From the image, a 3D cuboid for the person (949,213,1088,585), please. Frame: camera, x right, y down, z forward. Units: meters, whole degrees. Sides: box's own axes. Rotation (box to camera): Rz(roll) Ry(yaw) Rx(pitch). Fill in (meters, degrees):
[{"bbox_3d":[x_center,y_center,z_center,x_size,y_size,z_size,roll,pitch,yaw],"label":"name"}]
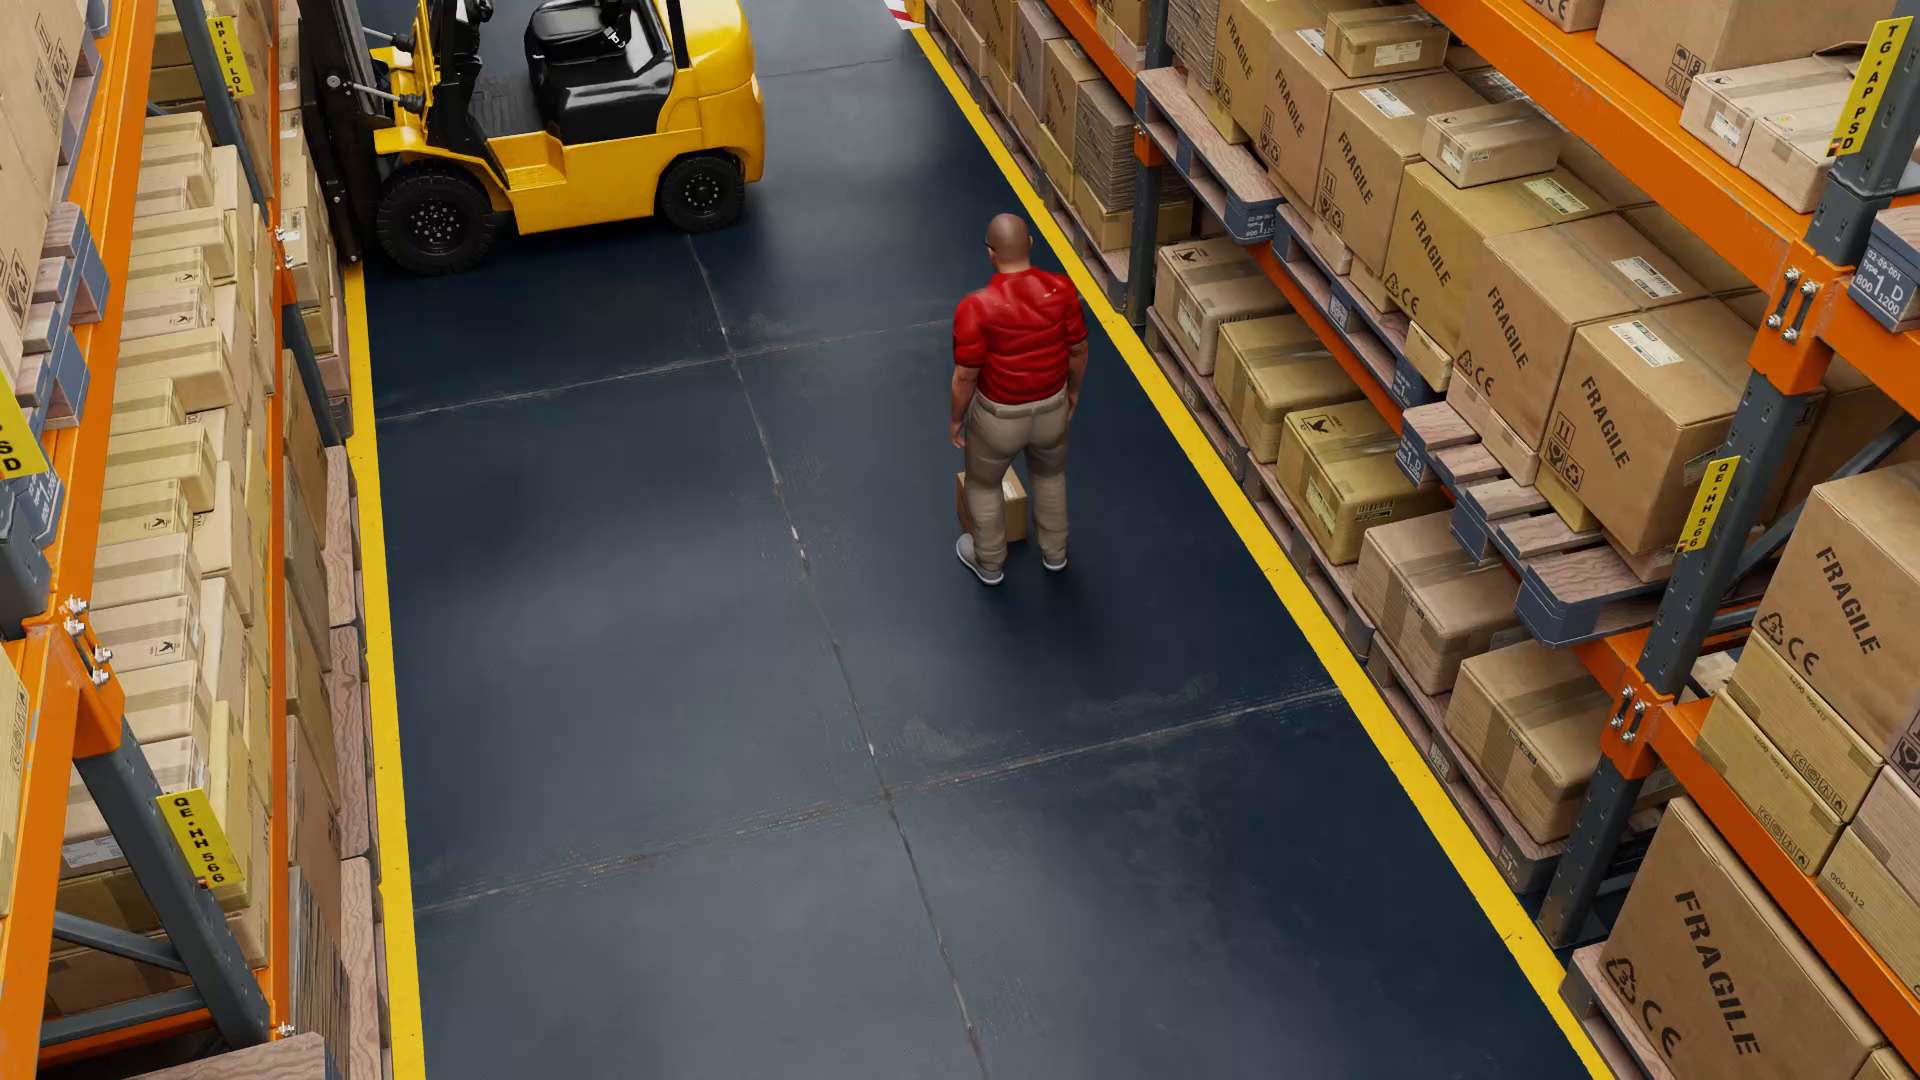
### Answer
[{"bbox_3d":[0.224,-0.542,6.774,0.587,1.725,0.405,-14,44,-15],"label":"person"}]
